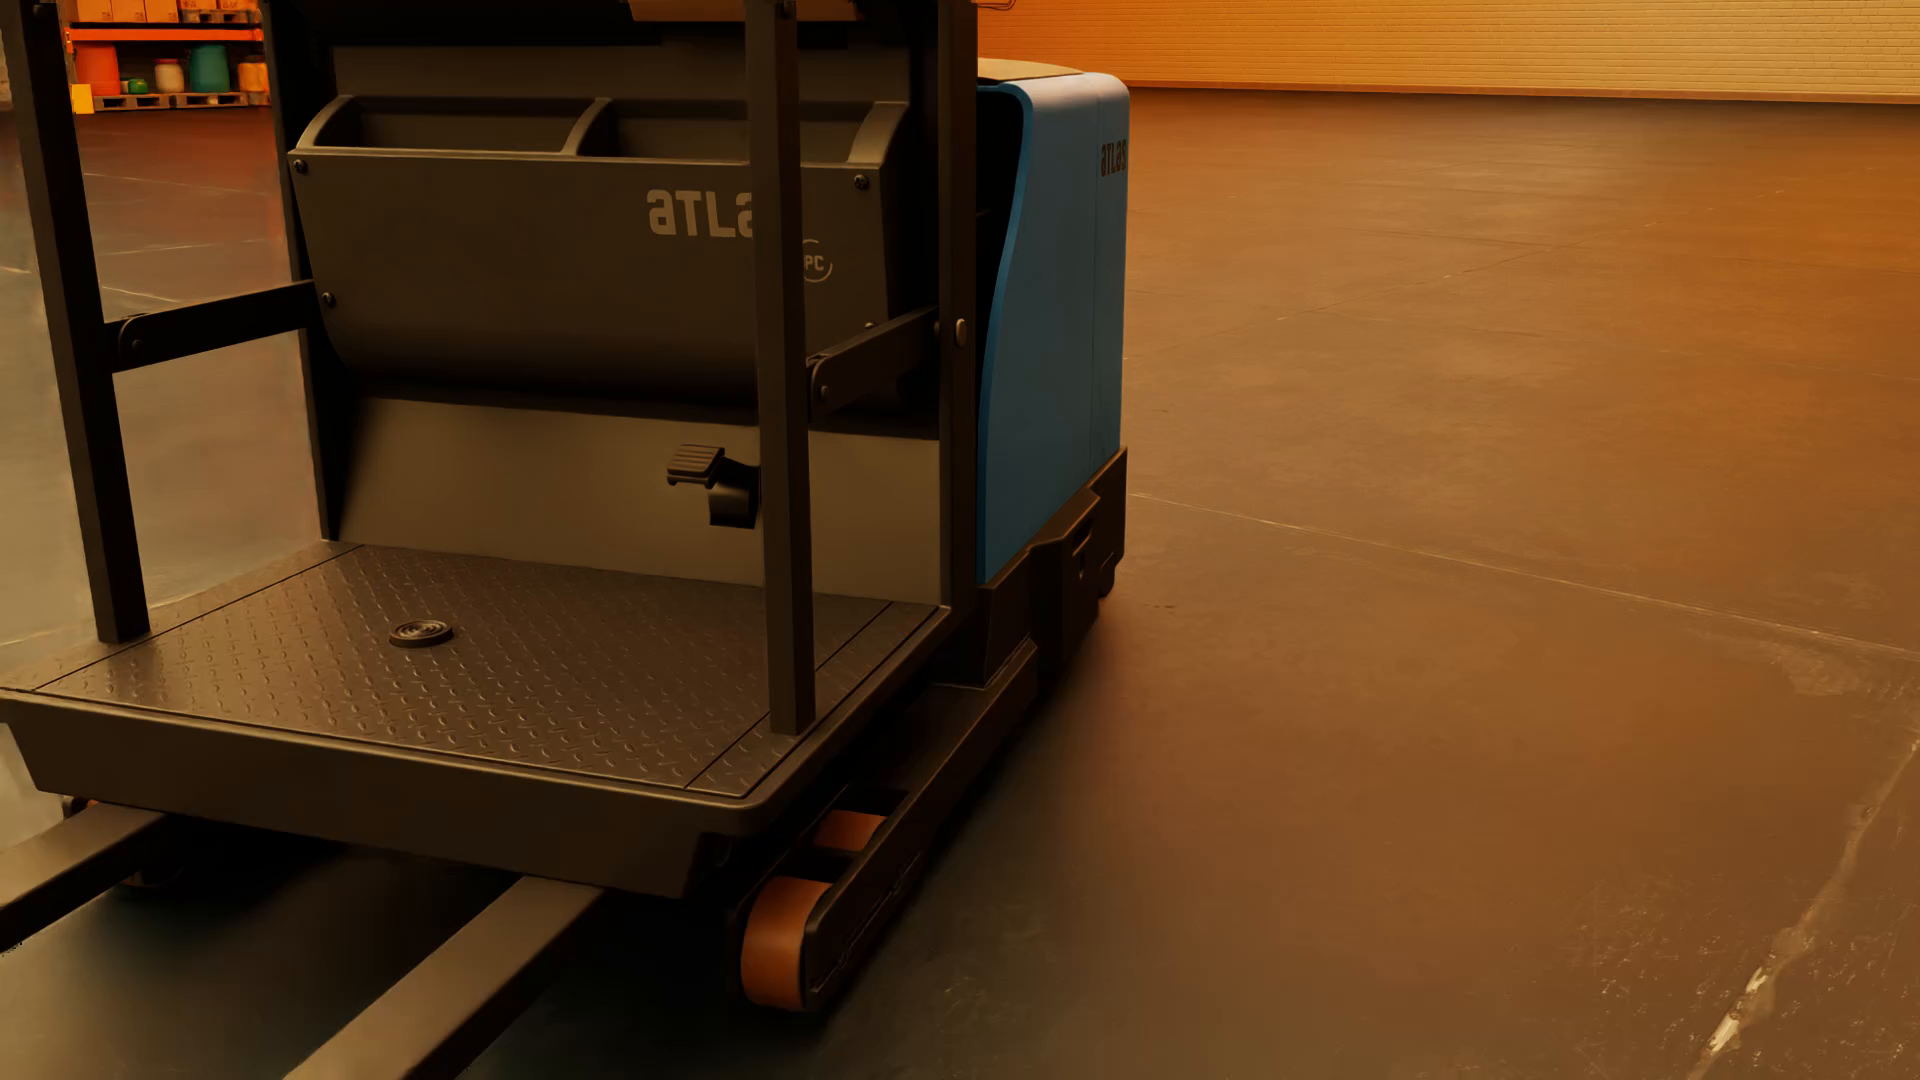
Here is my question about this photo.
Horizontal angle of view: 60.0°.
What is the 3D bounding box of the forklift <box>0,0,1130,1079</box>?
[{"bbox_3d":[-0.587,-0.954,2.039,1.130,2.935,3.031,5,18,17],"label":"forklift"}]
